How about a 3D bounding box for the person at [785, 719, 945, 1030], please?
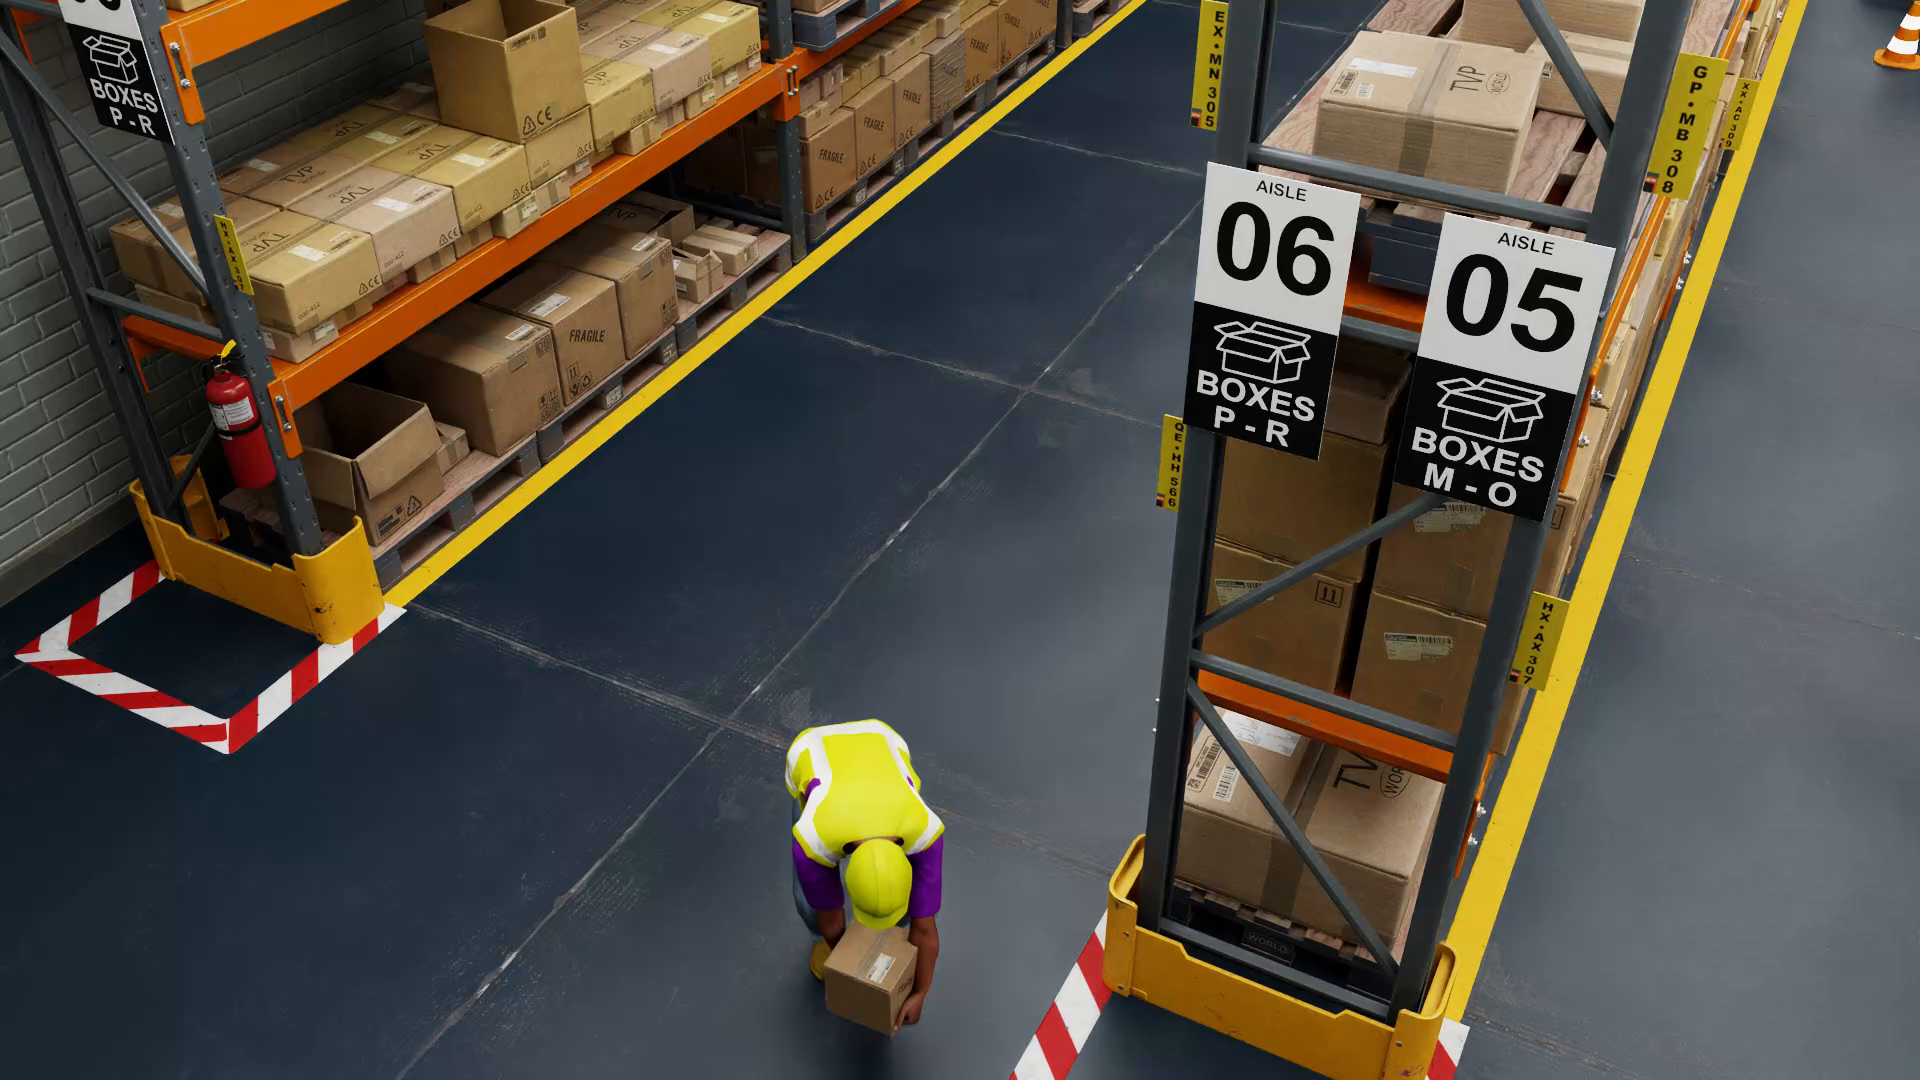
[{"bbox_3d":[-0.320,1.184,5.715,0.502,1.133,0.963,-7,38,-10],"label":"person"}]
